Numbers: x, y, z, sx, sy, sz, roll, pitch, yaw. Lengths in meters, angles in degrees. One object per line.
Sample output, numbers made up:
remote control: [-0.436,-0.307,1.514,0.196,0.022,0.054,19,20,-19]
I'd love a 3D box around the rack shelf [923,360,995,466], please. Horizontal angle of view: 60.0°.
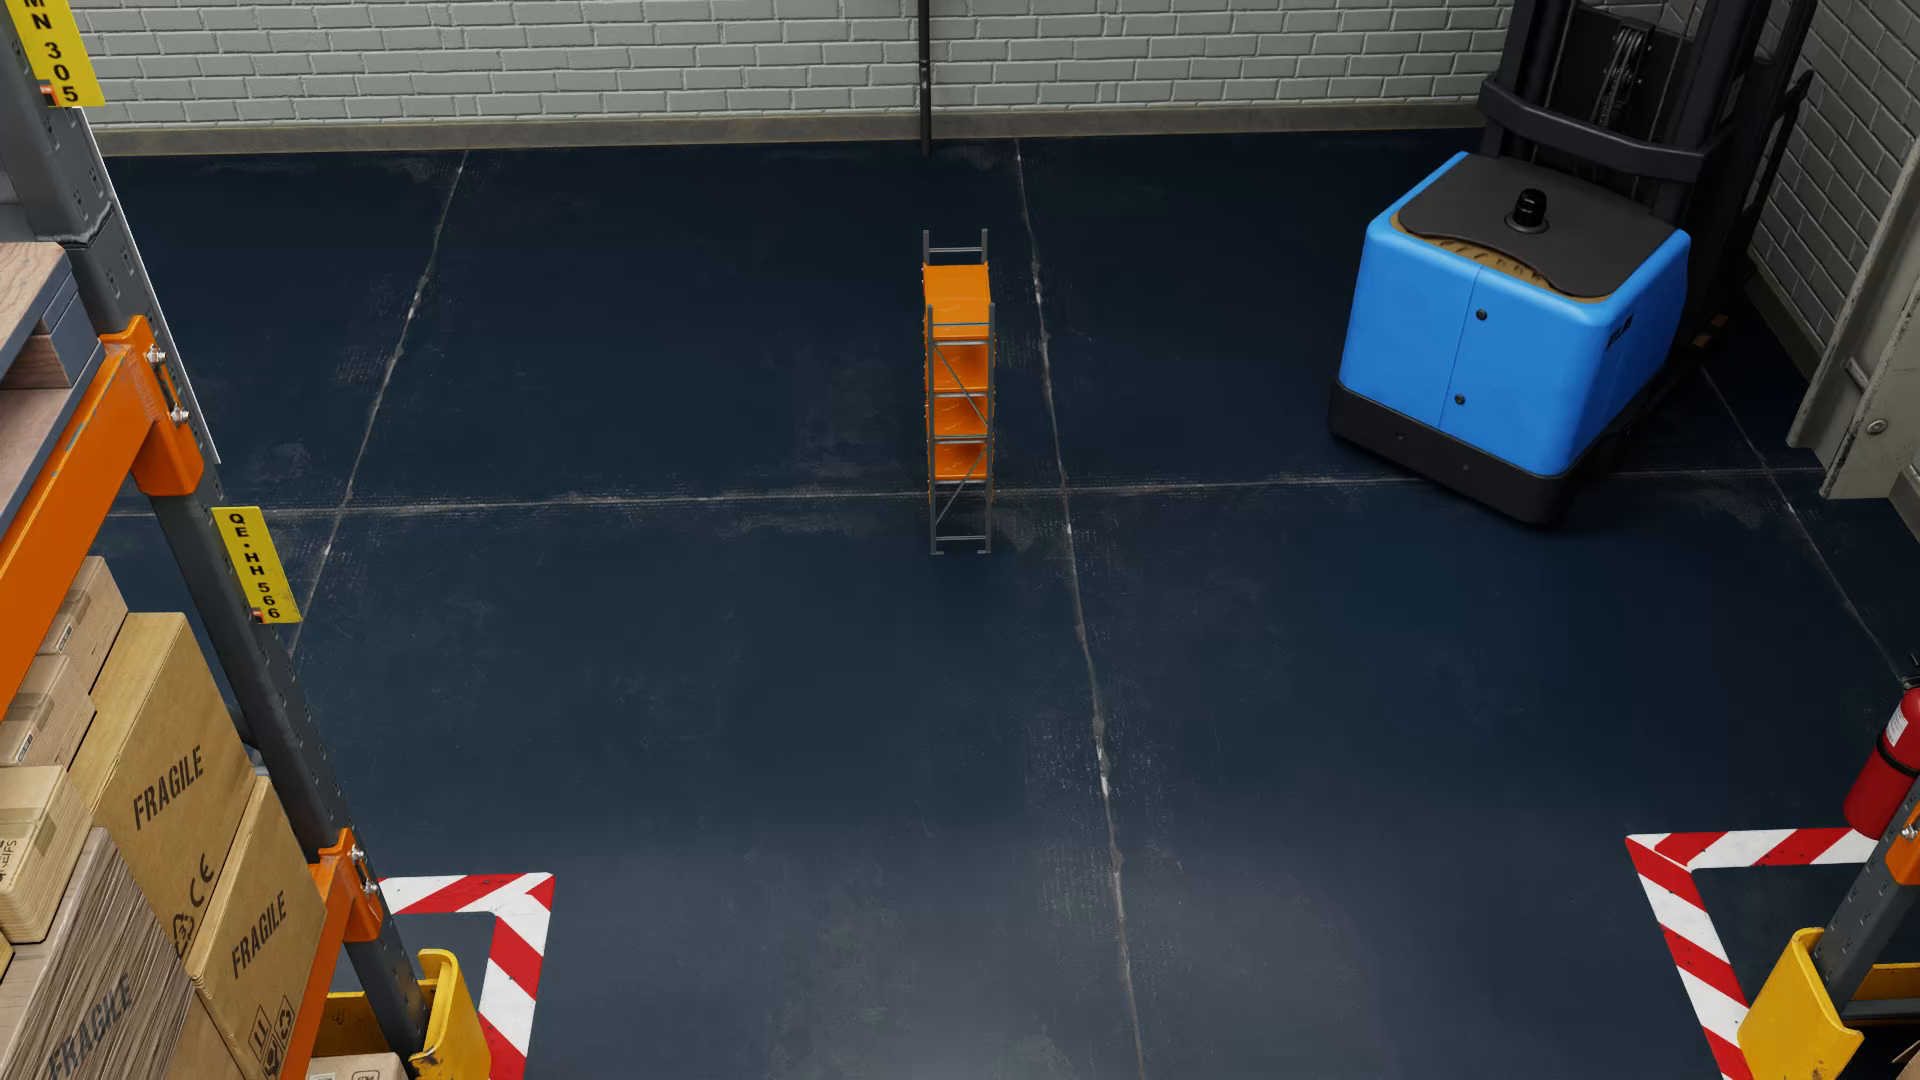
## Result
rack shelf: [-0.007,-0.504,6.512,0.258,0.148,0.480,-2,43,-2]

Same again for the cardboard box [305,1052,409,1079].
cardboard box: [-1.869,1.808,4.143,0.875,0.438,0.875,-3,43,-3]

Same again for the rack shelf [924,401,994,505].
rack shelf: [-0.007,-0.358,6.646,0.258,0.148,0.480,-2,43,-2]

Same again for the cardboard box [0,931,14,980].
cardboard box: [-1.682,0.682,2.492,0.380,0.149,0.250,-1,43,-1]

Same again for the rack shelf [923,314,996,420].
rack shelf: [-0.007,-0.669,6.361,0.258,0.148,0.480,-2,43,-2]

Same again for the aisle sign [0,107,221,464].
aisle sign: [-1.690,-0.440,3.086,0.394,0.787,0.004,-2,43,-2]

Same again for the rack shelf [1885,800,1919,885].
rack shelf: [3.047,2.046,2.830,1.077,0.370,4.000,-2,43,-2]

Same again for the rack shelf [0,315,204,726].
rack shelf: [-1.912,1.086,1.658,1.077,0.370,4.000,-2,43,-2]

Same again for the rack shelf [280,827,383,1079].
rack shelf: [-1.912,2.191,2.672,1.077,0.370,4.000,-2,43,-2]

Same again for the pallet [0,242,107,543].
pallet: [-1.955,0.003,2.372,1.003,0.211,1.213,-2,43,-2]

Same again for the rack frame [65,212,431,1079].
rack frame: [-1.997,0.576,3.902,1.000,3.000,0.127,-2,43,-2]

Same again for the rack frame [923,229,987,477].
rack frame: [-0.017,-0.719,6.646,0.240,1.200,0.015,-2,43,-2]

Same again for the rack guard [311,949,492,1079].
rack guard: [-1.998,1.481,4.764,1.175,0.500,0.348,-2,43,-2]

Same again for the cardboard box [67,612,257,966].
cardboard box: [-1.739,0.489,3.182,0.500,0.500,0.500,0,43,0]

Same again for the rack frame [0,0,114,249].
rack frame: [-1.997,-1.636,1.875,1.000,3.000,0.127,-2,43,-2]

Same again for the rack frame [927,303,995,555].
rack frame: [0.003,-0.389,6.287,0.240,1.200,0.015,-2,43,-2]

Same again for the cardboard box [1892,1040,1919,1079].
cardboard box: [2.893,1.612,4.308,0.797,0.503,0.637,-3,43,-3]

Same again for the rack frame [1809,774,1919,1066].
rack frame: [2.962,0.431,4.060,1.000,3.000,0.127,-2,43,-2]

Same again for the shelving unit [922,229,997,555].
shelving unit: [-0.007,-0.554,6.466,0.258,1.200,0.503,-2,43,-2]

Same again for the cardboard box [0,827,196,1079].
cardboard box: [-1.687,0.841,2.798,0.500,0.500,0.500,-2,43,-2]

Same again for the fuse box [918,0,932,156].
fuse box: [-0.155,-2.717,8.448,0.539,1.711,0.414,-2,43,-2]

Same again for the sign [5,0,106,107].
sign: [-1.454,-0.833,2.622,0.100,0.325,0.005,-2,43,-2]

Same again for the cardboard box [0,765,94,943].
cardboard box: [-1.652,0.511,2.679,0.380,0.149,0.250,-2,43,-2]

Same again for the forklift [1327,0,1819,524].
forklift: [2.928,-2.070,6.839,1.130,2.935,3.031,30,50,29]

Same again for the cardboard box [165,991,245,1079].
cardboard box: [-1.706,1.196,3.151,0.500,0.500,0.500,-2,43,-3]

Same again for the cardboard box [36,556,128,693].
cardboard box: [-1.782,0.168,3.053,0.380,0.149,0.250,-1,43,-1]

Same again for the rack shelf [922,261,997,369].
rack shelf: [-0.007,-0.844,6.201,0.258,0.148,0.480,-2,43,-2]

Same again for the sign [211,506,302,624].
sign: [-1.454,0.056,3.437,0.100,0.325,0.005,-2,43,-2]

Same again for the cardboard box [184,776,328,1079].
cardboard box: [-1.712,0.857,3.521,0.500,0.500,0.500,-1,43,-2]

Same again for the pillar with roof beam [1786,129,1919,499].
pillar with roof beam: [-0.553,-3.503,3.912,9.100,9.000,0.400,-2,43,-2]

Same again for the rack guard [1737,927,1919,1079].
rack guard: [2.965,1.404,4.848,1.175,0.500,0.348,-2,43,-2]

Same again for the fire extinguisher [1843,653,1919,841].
fire extinguisher: [2.494,0.511,4.306,0.296,0.674,0.183,-2,43,-2]

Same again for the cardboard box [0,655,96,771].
cardboard box: [-1.747,0.339,2.867,0.380,0.149,0.250,-1,43,-1]
